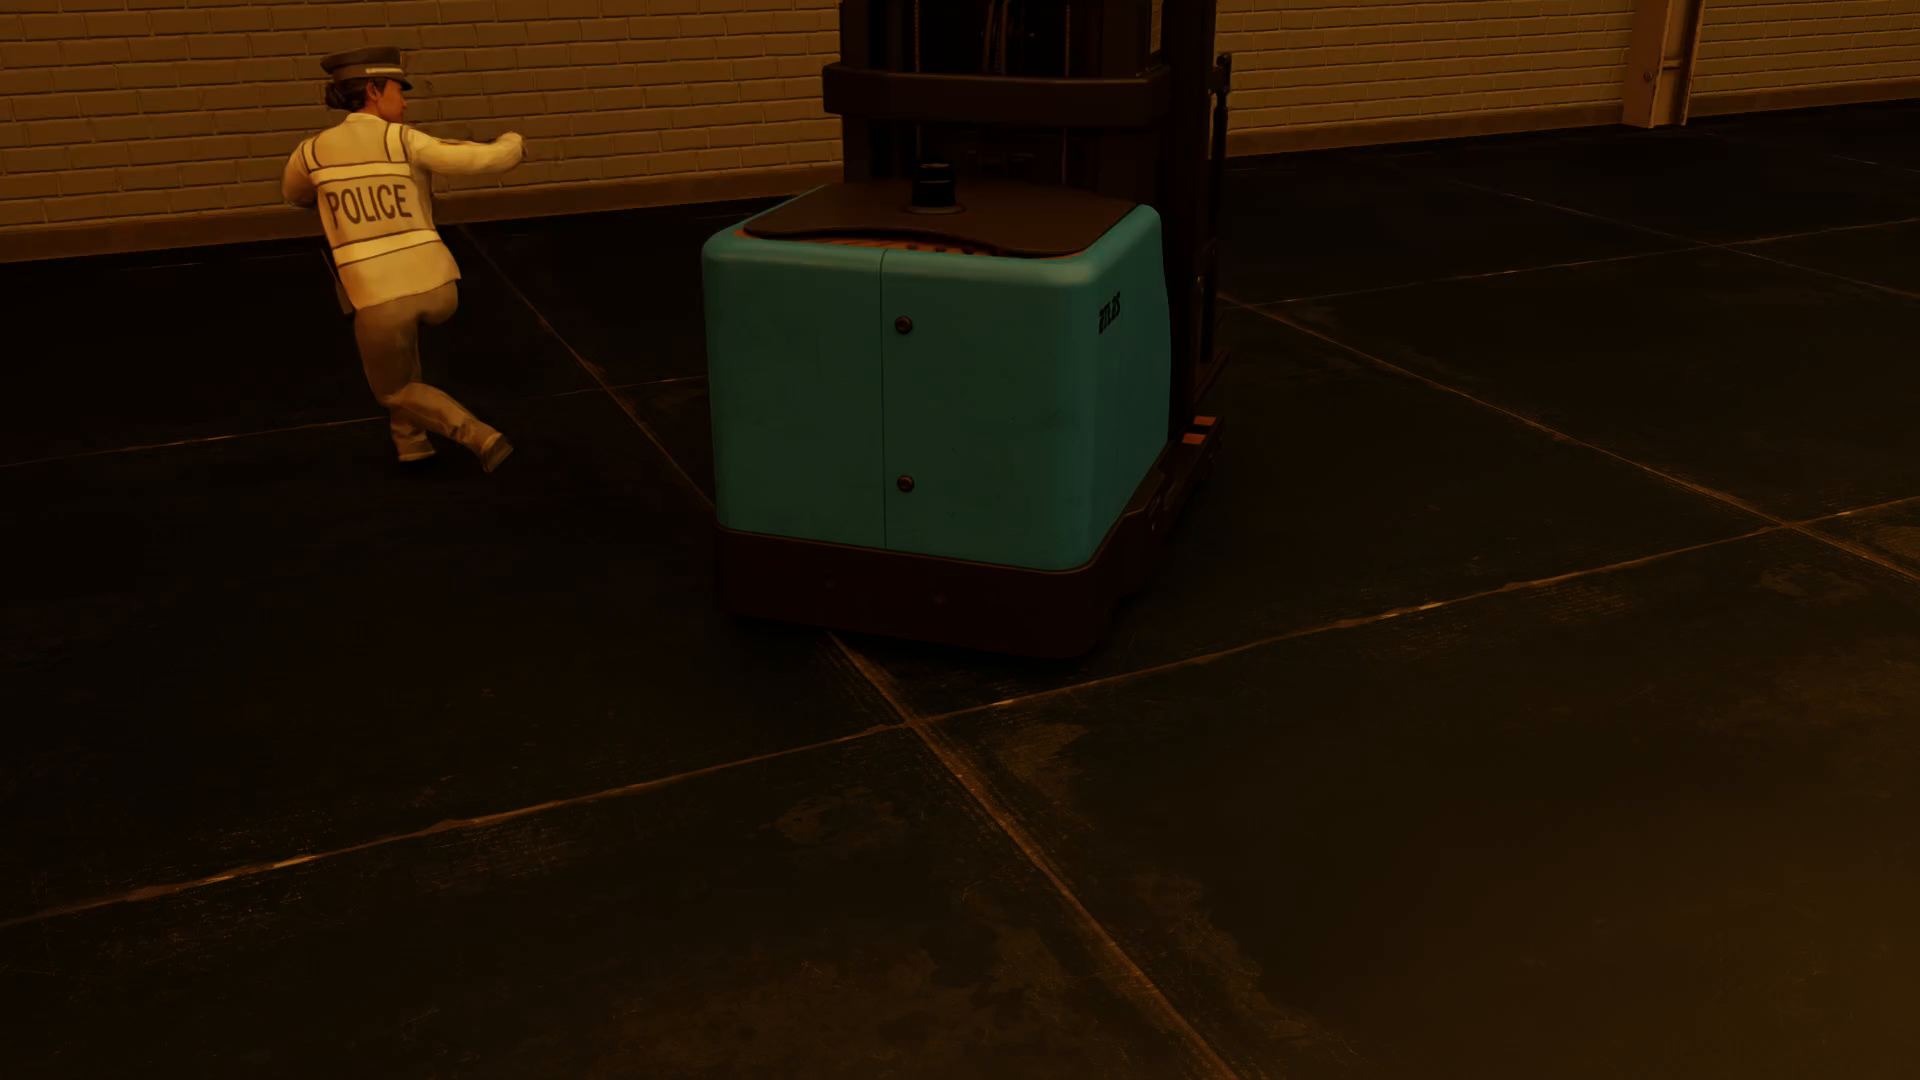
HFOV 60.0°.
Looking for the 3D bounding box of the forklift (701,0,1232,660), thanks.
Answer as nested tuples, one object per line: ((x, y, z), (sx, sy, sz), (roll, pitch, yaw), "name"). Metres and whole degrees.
((0.282, -1.588, 5.109), (1.130, 2.935, 3.031), (7, 24, 17), "forklift")

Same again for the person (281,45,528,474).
((-1.784, -0.917, 5.513), (0.760, 1.423, 1.029), (-12, 25, -27), "person")
